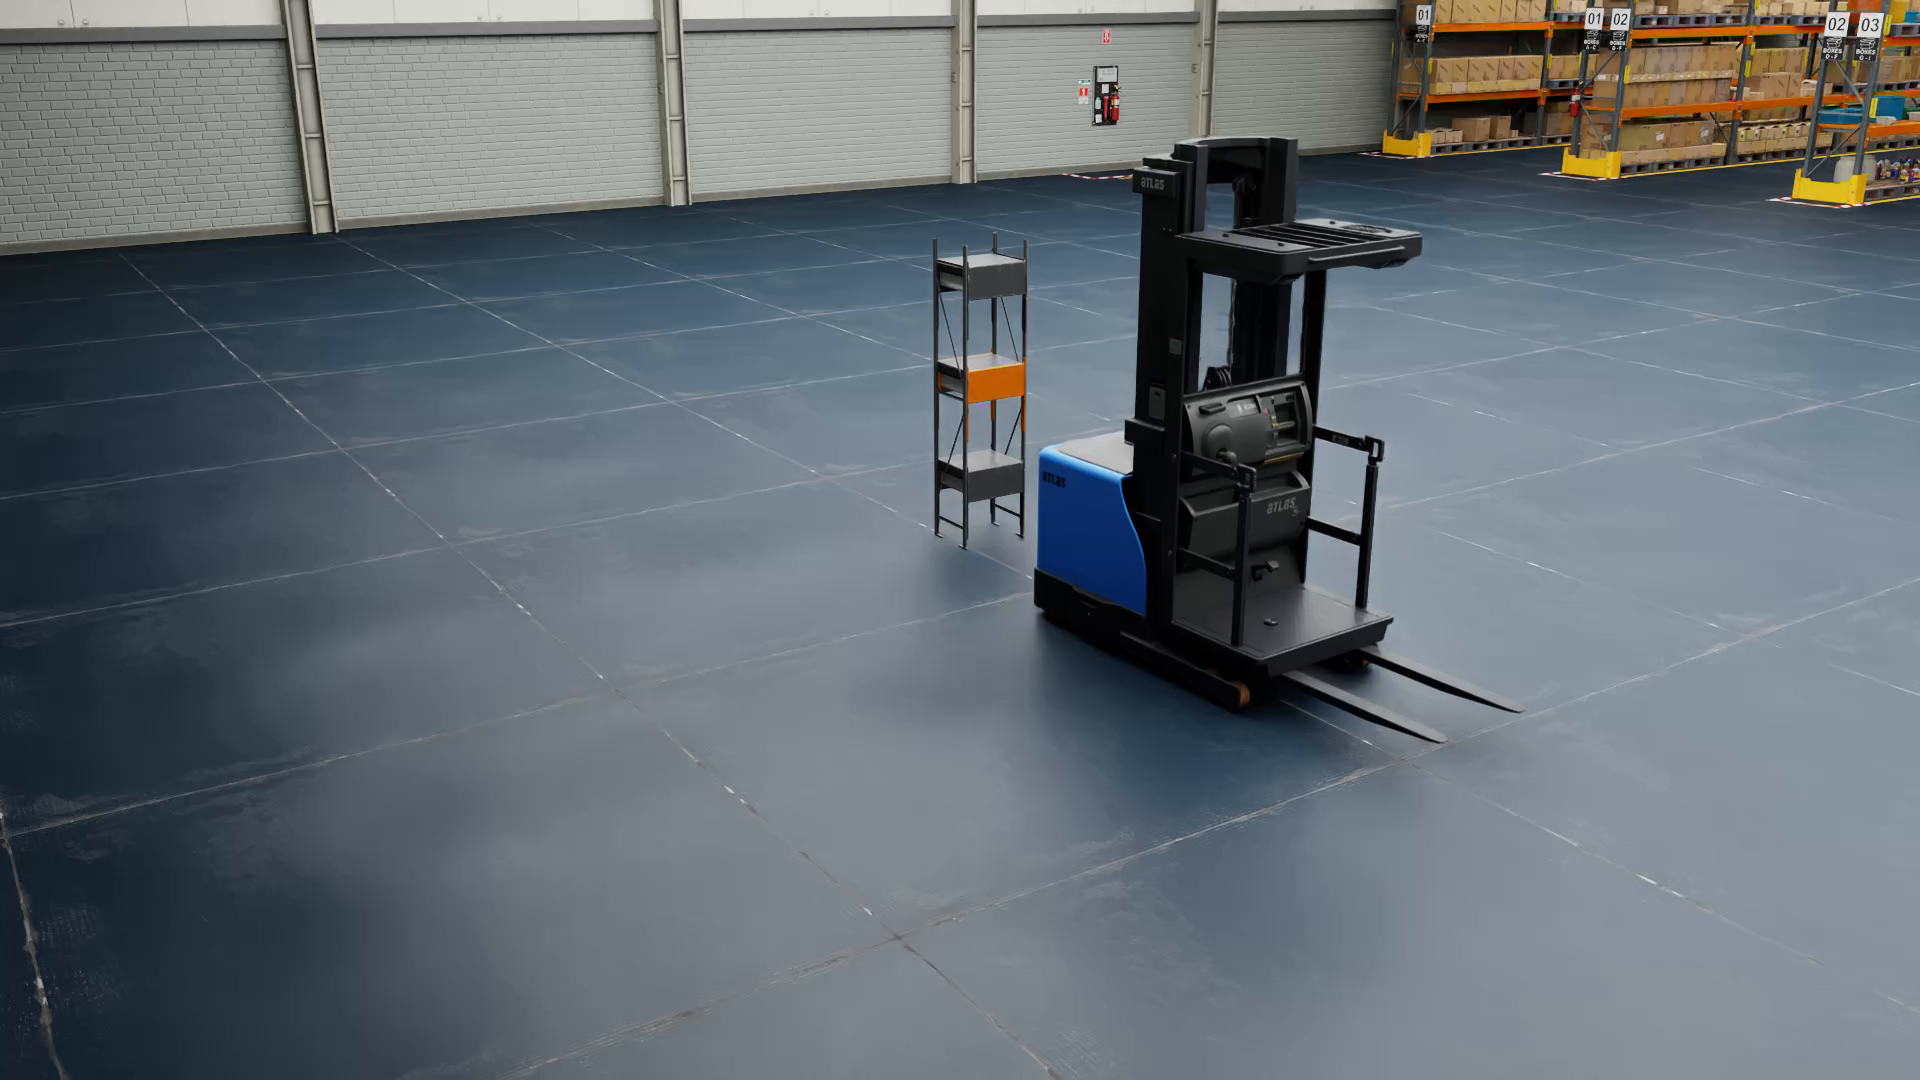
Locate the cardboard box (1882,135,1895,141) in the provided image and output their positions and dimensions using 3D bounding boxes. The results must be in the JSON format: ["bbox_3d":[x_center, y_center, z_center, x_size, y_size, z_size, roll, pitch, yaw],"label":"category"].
[{"bbox_3d":[21.223,-9.497,38.368,0.500,0.500,0.500,-13,23,-33],"label":"cardboard box"}]

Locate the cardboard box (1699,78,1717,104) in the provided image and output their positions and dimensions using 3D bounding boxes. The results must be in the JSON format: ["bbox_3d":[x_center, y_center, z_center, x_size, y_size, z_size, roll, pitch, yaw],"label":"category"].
[{"bbox_3d":[15.252,-9.363,34.600,0.500,0.500,0.700,-12,22,-32],"label":"cardboard box"}]

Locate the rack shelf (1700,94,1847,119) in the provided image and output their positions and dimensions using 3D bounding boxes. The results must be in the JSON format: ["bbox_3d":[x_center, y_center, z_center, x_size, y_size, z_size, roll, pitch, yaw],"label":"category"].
[{"bbox_3d":[17.726,-9.502,36.289,4.000,0.370,1.077,-12,22,-31],"label":"rack shelf"}]

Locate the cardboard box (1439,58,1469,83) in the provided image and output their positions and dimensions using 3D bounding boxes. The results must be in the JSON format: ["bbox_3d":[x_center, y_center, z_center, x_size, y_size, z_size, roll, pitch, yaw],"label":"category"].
[{"bbox_3d":[10.970,-10.492,37.127,0.500,0.500,0.500,-12,22,-31],"label":"cardboard box"}]

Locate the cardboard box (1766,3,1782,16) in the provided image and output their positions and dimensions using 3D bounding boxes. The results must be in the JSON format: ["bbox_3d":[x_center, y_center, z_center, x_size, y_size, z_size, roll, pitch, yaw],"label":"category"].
[{"bbox_3d":[17.033,-11.242,35.210,0.500,0.250,0.500,-15,24,-37],"label":"cardboard box"}]

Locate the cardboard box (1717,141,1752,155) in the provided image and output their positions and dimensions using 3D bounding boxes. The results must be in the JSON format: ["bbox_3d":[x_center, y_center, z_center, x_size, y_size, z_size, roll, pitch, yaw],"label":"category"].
[{"bbox_3d":[16.529,-8.391,35.519,0.500,0.250,0.500,-13,22,-33],"label":"cardboard box"}]

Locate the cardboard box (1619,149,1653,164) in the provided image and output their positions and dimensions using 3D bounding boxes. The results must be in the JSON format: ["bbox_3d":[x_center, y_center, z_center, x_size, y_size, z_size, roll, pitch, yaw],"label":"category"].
[{"bbox_3d":[13.701,-7.806,33.788,0.500,0.250,0.500,-12,22,-31],"label":"cardboard box"}]

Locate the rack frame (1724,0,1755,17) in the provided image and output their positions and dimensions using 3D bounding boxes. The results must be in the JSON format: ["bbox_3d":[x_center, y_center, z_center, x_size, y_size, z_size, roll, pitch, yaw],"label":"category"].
[{"bbox_3d":[16.056,-12.332,34.171,0.127,3.000,1.000,-12,22,-31],"label":"rack frame"}]

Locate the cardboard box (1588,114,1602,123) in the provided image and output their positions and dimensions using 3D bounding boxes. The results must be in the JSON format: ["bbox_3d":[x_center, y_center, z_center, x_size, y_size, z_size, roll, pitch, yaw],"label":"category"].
[{"bbox_3d":[15.203,-10.248,40.589,0.500,0.500,0.700,-12,22,-32],"label":"cardboard box"}]

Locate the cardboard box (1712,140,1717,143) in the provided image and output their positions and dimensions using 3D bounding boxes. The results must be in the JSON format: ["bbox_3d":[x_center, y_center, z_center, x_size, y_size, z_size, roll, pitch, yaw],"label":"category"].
[{"bbox_3d":[16.243,-8.537,35.951,0.500,0.250,0.500,-12,22,-32],"label":"cardboard box"}]

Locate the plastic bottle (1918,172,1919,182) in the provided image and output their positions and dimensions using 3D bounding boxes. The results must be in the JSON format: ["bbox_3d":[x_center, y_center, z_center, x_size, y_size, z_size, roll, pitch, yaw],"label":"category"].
[{"bbox_3d":[17.574,-6.674,30.485,0.097,0.201,0.097,0,19,0],"label":"plastic bottle"}]

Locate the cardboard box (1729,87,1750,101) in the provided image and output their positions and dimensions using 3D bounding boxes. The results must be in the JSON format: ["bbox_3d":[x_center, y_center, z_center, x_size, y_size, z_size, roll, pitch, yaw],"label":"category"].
[{"bbox_3d":[16.443,-9.517,35.447,0.500,0.250,0.500,-10,21,-28],"label":"cardboard box"}]

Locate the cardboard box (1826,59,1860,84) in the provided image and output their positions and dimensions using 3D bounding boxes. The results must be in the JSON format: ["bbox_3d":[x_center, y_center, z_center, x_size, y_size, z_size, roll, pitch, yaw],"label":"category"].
[{"bbox_3d":[19.861,-10.582,37.550,0.700,0.500,0.500,14,23,35],"label":"cardboard box"}]

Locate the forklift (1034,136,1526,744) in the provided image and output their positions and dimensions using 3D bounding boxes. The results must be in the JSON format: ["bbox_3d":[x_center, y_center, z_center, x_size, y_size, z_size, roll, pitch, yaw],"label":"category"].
[{"bbox_3d":[1.732,-0.641,9.065,1.130,2.935,3.031,-13,23,-34],"label":"forklift"}]

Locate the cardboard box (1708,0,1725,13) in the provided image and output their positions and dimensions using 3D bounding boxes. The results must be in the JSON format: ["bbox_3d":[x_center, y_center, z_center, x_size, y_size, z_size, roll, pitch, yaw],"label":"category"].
[{"bbox_3d":[15.490,-11.205,34.492,0.500,0.500,0.500,-10,21,-27],"label":"cardboard box"}]

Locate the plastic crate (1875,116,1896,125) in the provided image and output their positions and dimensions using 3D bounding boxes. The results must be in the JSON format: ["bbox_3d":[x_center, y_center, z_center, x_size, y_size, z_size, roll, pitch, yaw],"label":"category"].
[{"bbox_3d":[16.361,-7.407,29.381,0.250,0.136,0.298,-12,22,-31],"label":"plastic crate"}]

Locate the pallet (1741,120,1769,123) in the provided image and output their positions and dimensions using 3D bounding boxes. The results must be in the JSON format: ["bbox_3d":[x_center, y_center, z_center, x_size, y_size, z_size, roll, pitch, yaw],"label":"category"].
[{"bbox_3d":[20.688,-11.016,43.998,1.213,0.211,1.003,-12,22,-31],"label":"pallet"}]

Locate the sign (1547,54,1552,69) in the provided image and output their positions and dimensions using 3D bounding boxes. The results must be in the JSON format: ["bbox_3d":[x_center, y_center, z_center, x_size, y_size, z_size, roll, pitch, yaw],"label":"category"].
[{"bbox_3d":[13.633,-11.081,38.486,0.005,0.325,0.100,-12,22,-31],"label":"sign"}]

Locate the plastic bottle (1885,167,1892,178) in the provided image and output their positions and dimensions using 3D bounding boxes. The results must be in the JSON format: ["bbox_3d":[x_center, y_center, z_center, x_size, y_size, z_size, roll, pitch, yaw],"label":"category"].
[{"bbox_3d":[17.310,-6.851,31.007,0.097,0.201,0.097,0,19,0],"label":"plastic bottle"}]

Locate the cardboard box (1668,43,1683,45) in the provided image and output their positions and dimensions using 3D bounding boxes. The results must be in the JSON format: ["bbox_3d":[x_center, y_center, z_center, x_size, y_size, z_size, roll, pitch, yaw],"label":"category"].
[{"bbox_3d":[17.638,-12.178,41.260,0.500,0.250,0.500,-12,22,-32],"label":"cardboard box"}]

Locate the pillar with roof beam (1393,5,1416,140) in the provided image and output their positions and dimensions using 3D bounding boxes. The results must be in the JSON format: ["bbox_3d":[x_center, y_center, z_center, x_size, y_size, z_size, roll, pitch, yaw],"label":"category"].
[{"bbox_3d":[12.464,-12.155,33.648,0.400,9.000,9.100,-12,22,-31],"label":"pillar with roof beam"}]

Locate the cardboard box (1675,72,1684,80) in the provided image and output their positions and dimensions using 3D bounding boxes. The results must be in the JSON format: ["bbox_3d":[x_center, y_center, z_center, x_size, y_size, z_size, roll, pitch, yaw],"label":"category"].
[{"bbox_3d":[14.446,-9.422,33.762,0.250,0.149,0.380,-12,22,-31],"label":"cardboard box"}]

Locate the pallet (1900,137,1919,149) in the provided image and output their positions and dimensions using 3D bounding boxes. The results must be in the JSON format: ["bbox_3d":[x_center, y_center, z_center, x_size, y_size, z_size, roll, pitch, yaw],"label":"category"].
[{"bbox_3d":[22.079,-9.425,39.293,1.213,0.211,1.003,-12,22,-31],"label":"pallet"}]

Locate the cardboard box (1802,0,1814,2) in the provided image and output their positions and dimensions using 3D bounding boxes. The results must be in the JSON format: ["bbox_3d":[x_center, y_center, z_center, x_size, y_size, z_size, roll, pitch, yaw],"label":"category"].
[{"bbox_3d":[22.019,-14.139,43.623,0.500,0.250,0.500,-13,22,-33],"label":"cardboard box"}]

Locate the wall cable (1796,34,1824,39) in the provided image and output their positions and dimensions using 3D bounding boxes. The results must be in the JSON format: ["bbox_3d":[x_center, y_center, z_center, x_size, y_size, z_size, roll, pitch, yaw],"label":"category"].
[{"bbox_3d":[23.900,-13.888,46.554,1.851,1.984,0.084,-12,22,-31],"label":"wall cable"}]

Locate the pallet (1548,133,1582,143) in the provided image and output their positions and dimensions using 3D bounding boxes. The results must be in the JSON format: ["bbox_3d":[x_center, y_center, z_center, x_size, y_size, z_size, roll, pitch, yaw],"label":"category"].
[{"bbox_3d":[14.998,-9.847,40.542,1.213,0.211,1.003,-12,22,-31],"label":"pallet"}]

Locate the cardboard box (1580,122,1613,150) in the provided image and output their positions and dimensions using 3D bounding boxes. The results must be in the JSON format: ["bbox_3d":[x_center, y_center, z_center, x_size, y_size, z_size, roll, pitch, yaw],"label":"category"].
[{"bbox_3d":[12.999,-8.211,33.816,0.500,0.500,0.500,-12,22,-31],"label":"cardboard box"}]

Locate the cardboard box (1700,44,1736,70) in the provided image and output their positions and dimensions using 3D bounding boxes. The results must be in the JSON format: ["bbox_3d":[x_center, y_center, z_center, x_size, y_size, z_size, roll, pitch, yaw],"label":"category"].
[{"bbox_3d":[15.689,-10.072,34.672,0.500,0.500,0.700,-12,22,-31],"label":"cardboard box"}]

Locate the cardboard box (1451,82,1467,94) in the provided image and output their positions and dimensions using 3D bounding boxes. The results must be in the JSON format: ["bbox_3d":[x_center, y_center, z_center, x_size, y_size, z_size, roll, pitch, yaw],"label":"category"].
[{"bbox_3d":[10.996,-10.145,37.271,0.500,0.250,0.500,-13,22,-33],"label":"cardboard box"}]

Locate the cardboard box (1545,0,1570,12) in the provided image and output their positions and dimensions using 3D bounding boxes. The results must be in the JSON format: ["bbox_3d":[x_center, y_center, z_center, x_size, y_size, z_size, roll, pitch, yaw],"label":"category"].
[{"bbox_3d":[13.829,-12.557,38.707,0.500,0.500,0.500,-9,20,-24],"label":"cardboard box"}]

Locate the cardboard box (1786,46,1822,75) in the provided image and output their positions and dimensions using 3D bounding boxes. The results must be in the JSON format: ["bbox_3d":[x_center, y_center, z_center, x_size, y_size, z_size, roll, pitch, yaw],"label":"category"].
[{"bbox_3d":[22.930,-12.978,44.980,0.700,0.700,0.980,-11,21,-29],"label":"cardboard box"}]

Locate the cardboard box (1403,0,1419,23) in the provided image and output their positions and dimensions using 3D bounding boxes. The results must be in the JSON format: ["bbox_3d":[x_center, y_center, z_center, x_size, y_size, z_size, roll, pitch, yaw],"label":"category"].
[{"bbox_3d":[10.197,-11.729,36.884,0.500,0.500,0.500,-10,21,-28],"label":"cardboard box"}]

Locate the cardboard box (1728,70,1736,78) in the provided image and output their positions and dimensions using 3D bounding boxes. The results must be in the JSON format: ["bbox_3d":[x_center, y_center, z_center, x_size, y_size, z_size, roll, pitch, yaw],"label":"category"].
[{"bbox_3d":[15.947,-9.739,34.701,0.250,0.149,0.380,-12,22,-31],"label":"cardboard box"}]

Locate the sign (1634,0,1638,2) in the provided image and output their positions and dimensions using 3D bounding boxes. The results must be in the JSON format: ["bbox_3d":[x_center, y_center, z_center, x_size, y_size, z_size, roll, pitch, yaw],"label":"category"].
[{"bbox_3d":[13.015,-10.509,31.973,0.005,0.325,0.100,-12,22,-31],"label":"sign"}]

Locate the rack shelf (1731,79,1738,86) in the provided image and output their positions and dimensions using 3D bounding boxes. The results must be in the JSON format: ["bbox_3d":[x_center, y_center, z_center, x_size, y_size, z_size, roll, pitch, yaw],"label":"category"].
[{"bbox_3d":[18.339,-11.530,42.291,4.000,0.370,1.077,-12,22,-31],"label":"rack shelf"}]

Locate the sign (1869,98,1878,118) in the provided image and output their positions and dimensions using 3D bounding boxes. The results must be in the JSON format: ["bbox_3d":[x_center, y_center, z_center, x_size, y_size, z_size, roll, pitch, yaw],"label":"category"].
[{"bbox_3d":[15.735,-7.443,28.645,0.005,0.325,0.100,-12,22,-31],"label":"sign"}]

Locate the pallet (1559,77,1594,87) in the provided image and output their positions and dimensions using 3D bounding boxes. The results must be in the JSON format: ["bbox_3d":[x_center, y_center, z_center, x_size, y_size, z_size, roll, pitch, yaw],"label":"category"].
[{"bbox_3d":[15.038,-11.068,40.100,1.213,0.211,1.003,-12,22,-31],"label":"pallet"}]

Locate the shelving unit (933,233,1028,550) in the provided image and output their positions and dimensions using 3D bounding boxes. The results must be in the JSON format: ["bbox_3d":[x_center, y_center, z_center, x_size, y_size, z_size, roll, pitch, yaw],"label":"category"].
[{"bbox_3d":[0.138,-1.024,11.495,0.503,2.100,0.431,-12,22,-31],"label":"shelving unit"}]

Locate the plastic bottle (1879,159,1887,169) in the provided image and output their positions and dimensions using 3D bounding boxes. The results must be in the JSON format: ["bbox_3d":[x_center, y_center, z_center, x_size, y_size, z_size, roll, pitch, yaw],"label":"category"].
[{"bbox_3d":[17.207,-6.946,31.056,0.185,0.351,0.144,-11,22,-29],"label":"plastic bottle"}]

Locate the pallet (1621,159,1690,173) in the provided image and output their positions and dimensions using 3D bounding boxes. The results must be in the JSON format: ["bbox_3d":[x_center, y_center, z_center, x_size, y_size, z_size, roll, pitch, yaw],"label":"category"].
[{"bbox_3d":[14.349,-7.824,34.558,1.213,0.211,1.003,-12,22,-31],"label":"pallet"}]

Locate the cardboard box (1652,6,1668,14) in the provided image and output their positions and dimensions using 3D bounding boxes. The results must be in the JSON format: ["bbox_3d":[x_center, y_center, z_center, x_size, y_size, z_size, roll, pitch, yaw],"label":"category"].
[{"bbox_3d":[13.795,-10.513,32.992,0.250,0.149,0.380,-12,22,-31],"label":"cardboard box"}]

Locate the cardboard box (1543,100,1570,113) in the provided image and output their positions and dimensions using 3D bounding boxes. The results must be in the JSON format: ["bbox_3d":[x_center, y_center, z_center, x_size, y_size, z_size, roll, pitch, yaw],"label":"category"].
[{"bbox_3d":[14.300,-10.406,39.888,0.500,0.250,0.500,-12,22,-33],"label":"cardboard box"}]

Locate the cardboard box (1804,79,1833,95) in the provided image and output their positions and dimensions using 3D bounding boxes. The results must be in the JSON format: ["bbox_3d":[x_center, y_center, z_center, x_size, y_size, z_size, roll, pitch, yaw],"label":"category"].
[{"bbox_3d":[19.069,-10.100,37.075,0.500,0.311,0.500,-10,21,-28],"label":"cardboard box"}]

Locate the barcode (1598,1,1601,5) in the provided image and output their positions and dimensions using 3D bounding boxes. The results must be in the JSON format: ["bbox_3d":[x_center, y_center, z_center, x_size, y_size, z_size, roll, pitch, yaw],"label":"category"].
[{"bbox_3d":[12.702,-10.664,33.014,0.075,0.075,0.001,-12,22,-31],"label":"barcode"}]

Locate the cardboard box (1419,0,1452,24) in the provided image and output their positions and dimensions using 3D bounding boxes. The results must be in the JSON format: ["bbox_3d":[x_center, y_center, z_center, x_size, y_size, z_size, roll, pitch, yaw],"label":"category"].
[{"bbox_3d":[10.404,-11.580,36.442,0.500,0.500,0.500,-11,22,-30],"label":"cardboard box"}]

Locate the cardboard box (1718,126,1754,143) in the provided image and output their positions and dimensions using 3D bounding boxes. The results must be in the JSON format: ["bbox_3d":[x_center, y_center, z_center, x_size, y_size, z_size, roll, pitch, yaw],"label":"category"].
[{"bbox_3d":[16.538,-8.658,35.434,0.500,0.311,0.500,-12,22,-31],"label":"cardboard box"}]

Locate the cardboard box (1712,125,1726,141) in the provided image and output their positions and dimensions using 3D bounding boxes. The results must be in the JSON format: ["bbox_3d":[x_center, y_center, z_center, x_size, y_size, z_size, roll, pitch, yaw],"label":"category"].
[{"bbox_3d":[16.236,-8.800,35.853,0.500,0.311,0.500,-12,22,-31],"label":"cardboard box"}]

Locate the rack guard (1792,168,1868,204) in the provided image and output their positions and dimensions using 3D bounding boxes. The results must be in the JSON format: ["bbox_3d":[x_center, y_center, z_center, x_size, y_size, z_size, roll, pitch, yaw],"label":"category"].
[{"bbox_3d":[15.474,-6.302,29.604,0.348,0.500,1.175,-12,22,-31],"label":"rack guard"}]

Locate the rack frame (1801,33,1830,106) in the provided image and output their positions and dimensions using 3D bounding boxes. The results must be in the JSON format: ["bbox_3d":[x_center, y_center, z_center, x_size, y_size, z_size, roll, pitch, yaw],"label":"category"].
[{"bbox_3d":[23.350,-12.928,45.302,0.127,3.000,1.000,-12,22,-31],"label":"rack frame"}]

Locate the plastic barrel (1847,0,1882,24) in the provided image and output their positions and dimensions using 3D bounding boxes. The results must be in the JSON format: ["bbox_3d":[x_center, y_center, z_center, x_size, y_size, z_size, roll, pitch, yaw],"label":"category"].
[{"bbox_3d":[15.772,-9.403,28.864,0.708,0.830,0.600,-12,22,-31],"label":"plastic barrel"}]
